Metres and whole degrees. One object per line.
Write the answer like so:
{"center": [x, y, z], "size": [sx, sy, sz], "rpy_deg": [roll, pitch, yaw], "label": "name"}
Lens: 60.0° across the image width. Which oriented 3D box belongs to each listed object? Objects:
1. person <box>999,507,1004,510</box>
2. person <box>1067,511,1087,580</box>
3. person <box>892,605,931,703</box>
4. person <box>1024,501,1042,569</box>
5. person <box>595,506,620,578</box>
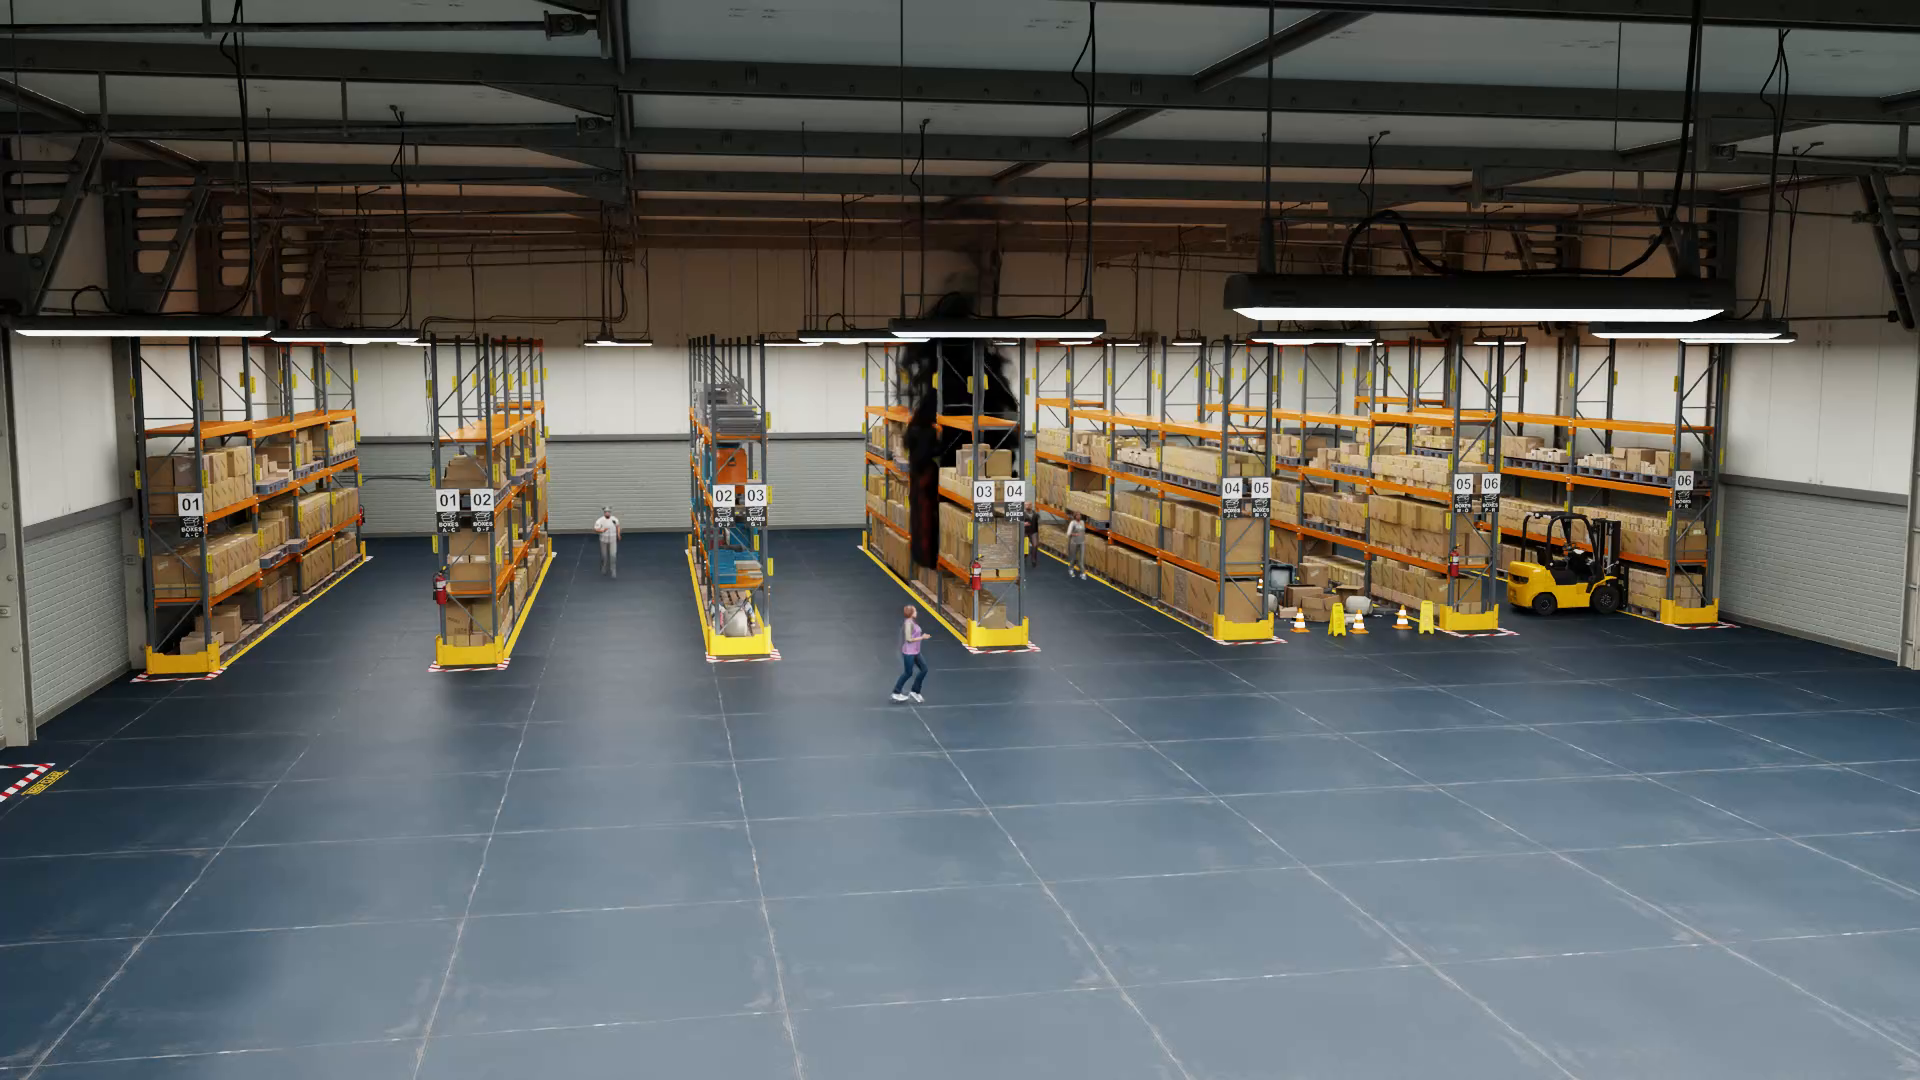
{"center": [0.952, -0.545, 47.781], "size": [0.660, 1.592, 0.578], "rpy_deg": [2, 7, 13], "label": "person"}
{"center": [2.789, 0.105, 39.426], "size": [0.540, 1.607, 0.810], "rpy_deg": [-2, 7, -20], "label": "person"}
{"center": [-0.777, 1.851, 26.913], "size": [0.661, 1.624, 0.514], "rpy_deg": [2, 7, 15], "label": "person"}
{"center": [1.847, -0.145, 43.882], "size": [0.659, 1.742, 0.882], "rpy_deg": [-1, 7, -6], "label": "person"}
{"center": [-8.868, 0.020, 41.918], "size": [0.662, 1.768, 0.987], "rpy_deg": [-2, 7, -18], "label": "person"}
